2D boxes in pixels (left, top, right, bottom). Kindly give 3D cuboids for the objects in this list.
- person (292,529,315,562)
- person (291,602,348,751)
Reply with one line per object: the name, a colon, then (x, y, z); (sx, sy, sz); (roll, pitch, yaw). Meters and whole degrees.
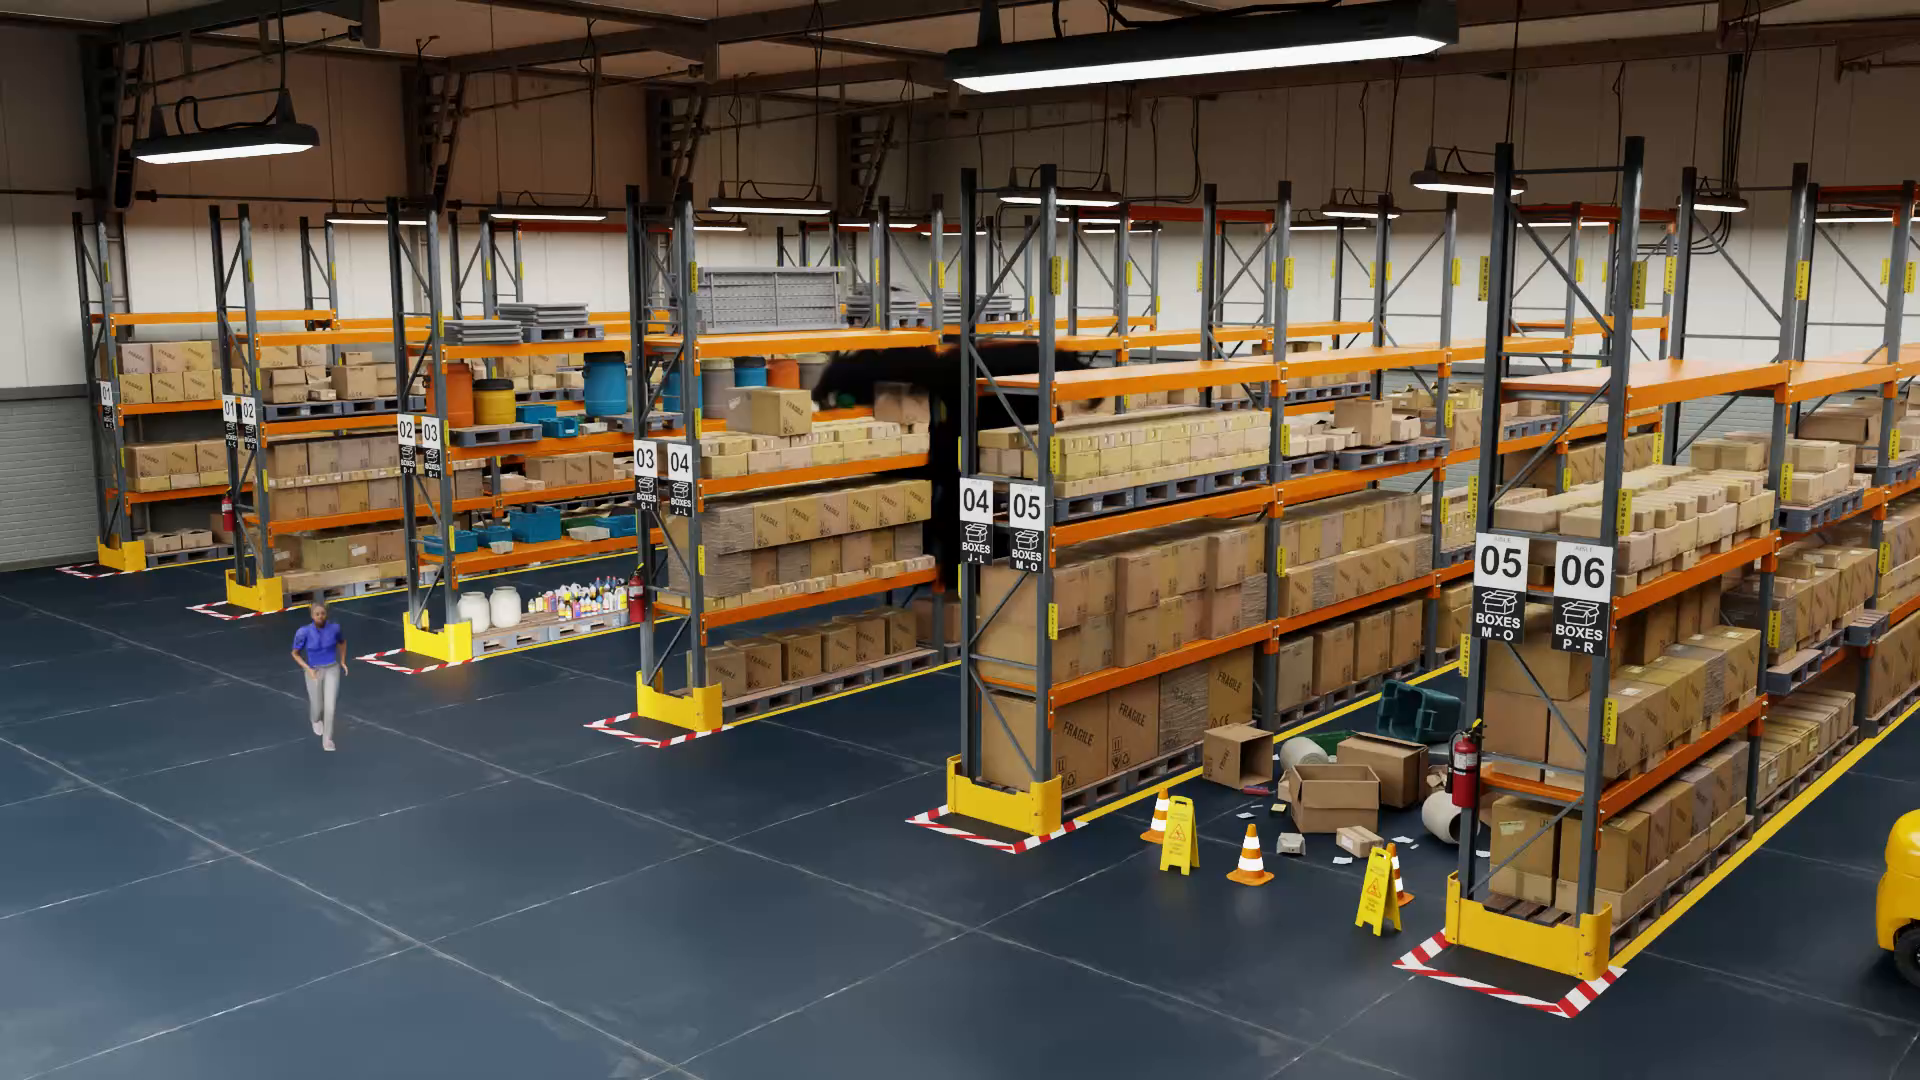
person: (-11.236, -0.386, 28.628); (0.554, 1.699, 0.879); (3, 10, 15)
person: (-6.896, 1.427, 17.931); (0.574, 1.608, 0.730); (-5, 11, -27)
